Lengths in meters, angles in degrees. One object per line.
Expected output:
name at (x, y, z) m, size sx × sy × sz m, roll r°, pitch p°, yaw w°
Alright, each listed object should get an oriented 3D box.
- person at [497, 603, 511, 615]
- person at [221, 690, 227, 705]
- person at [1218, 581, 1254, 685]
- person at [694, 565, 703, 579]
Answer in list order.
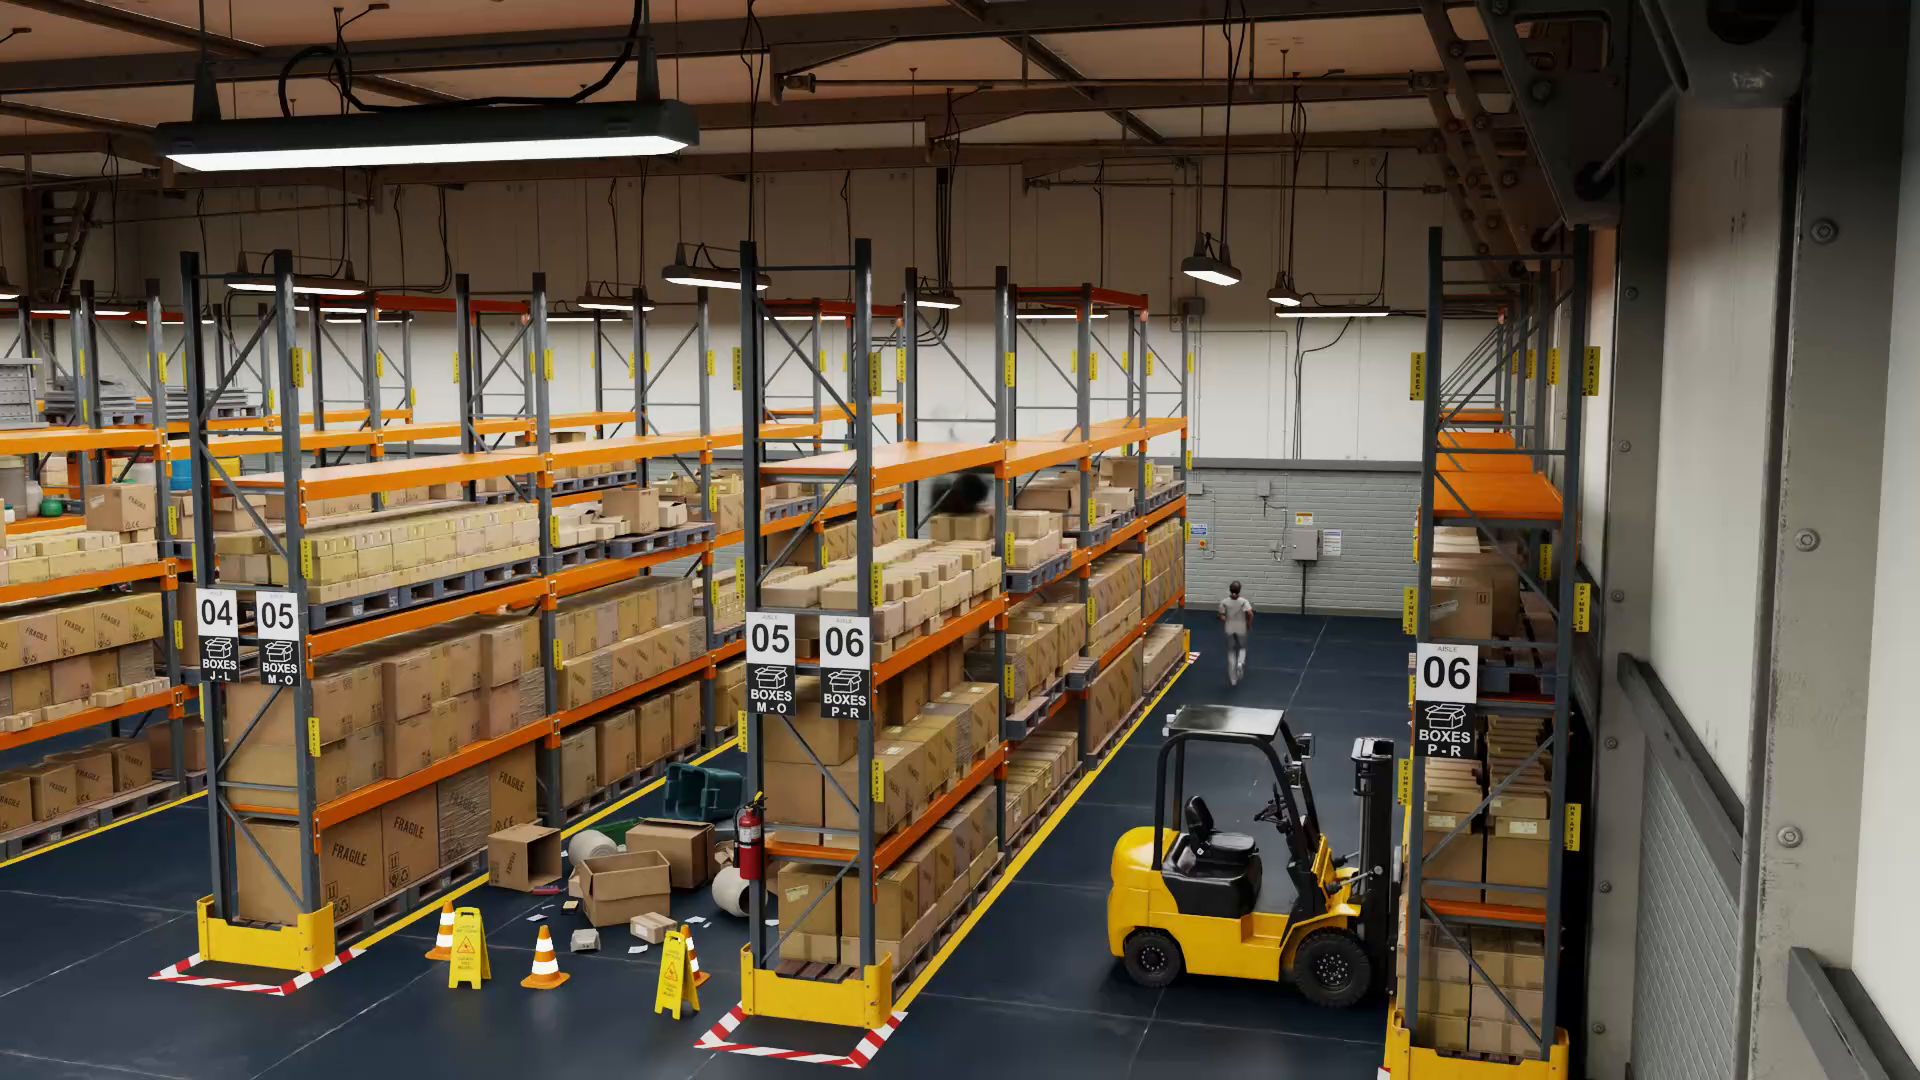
person at (-6.572, 1.679, 23.852) m, size 0.555 × 1.628 × 0.556 m, roll 1°, pitch 7°, yaw 12°
person at (-10.431, 1.731, 23.213) m, size 0.651 × 1.675 × 0.583 m, roll 1°, pitch 6°, yaw 7°
person at (4.335, 1.438, 26.105) m, size 0.566 × 1.626 × 0.545 m, roll 2°, pitch 7°, yaw 14°
person at (-4.113, 1.272, 26.984) m, size 0.710 × 1.771 × 0.975 m, roll 2°, pitch 7°, yaw 21°
